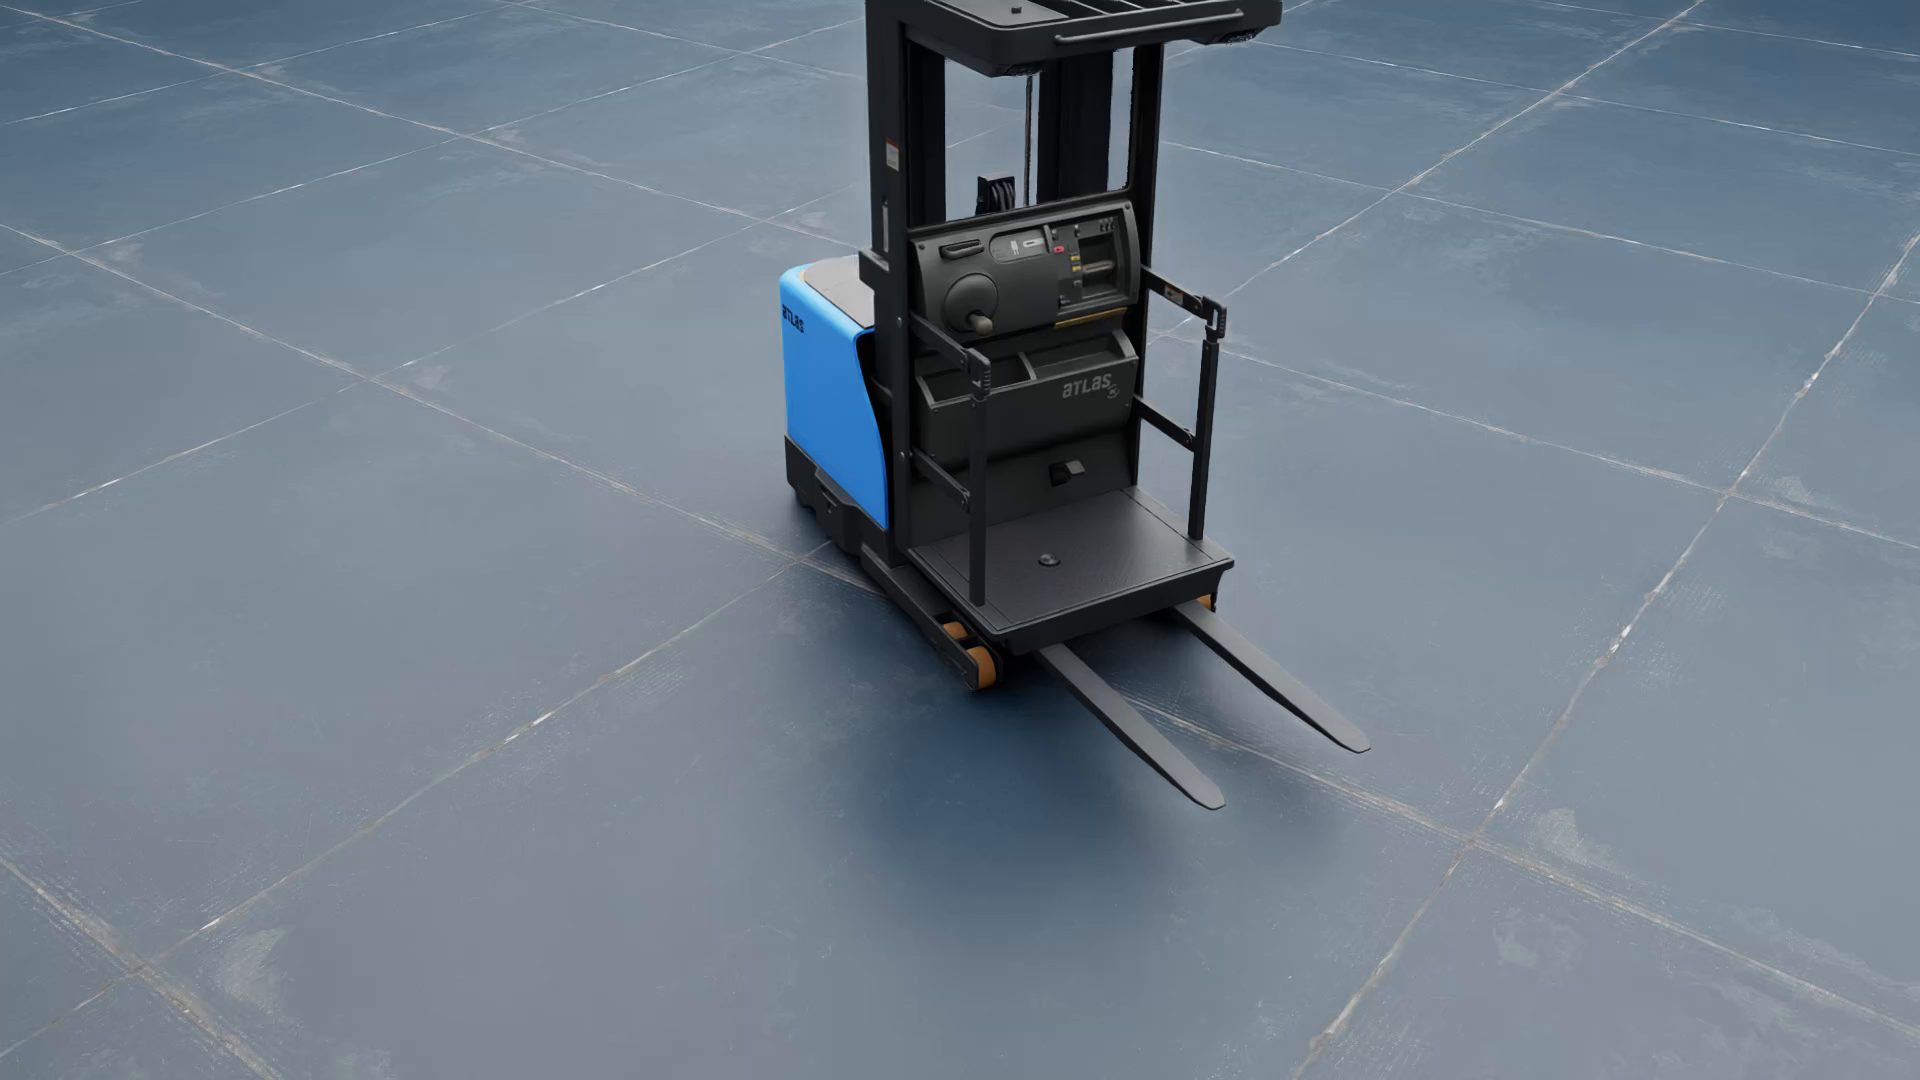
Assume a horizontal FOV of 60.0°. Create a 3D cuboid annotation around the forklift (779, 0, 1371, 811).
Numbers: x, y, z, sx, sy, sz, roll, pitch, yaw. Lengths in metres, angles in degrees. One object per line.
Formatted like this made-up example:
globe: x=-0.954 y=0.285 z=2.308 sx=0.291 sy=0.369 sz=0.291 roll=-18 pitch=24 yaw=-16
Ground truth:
forklift: x=0.366 y=-0.958 z=5.992 sx=1.130 sy=2.935 sz=3.031 roll=-16 pitch=34 yaw=-25
